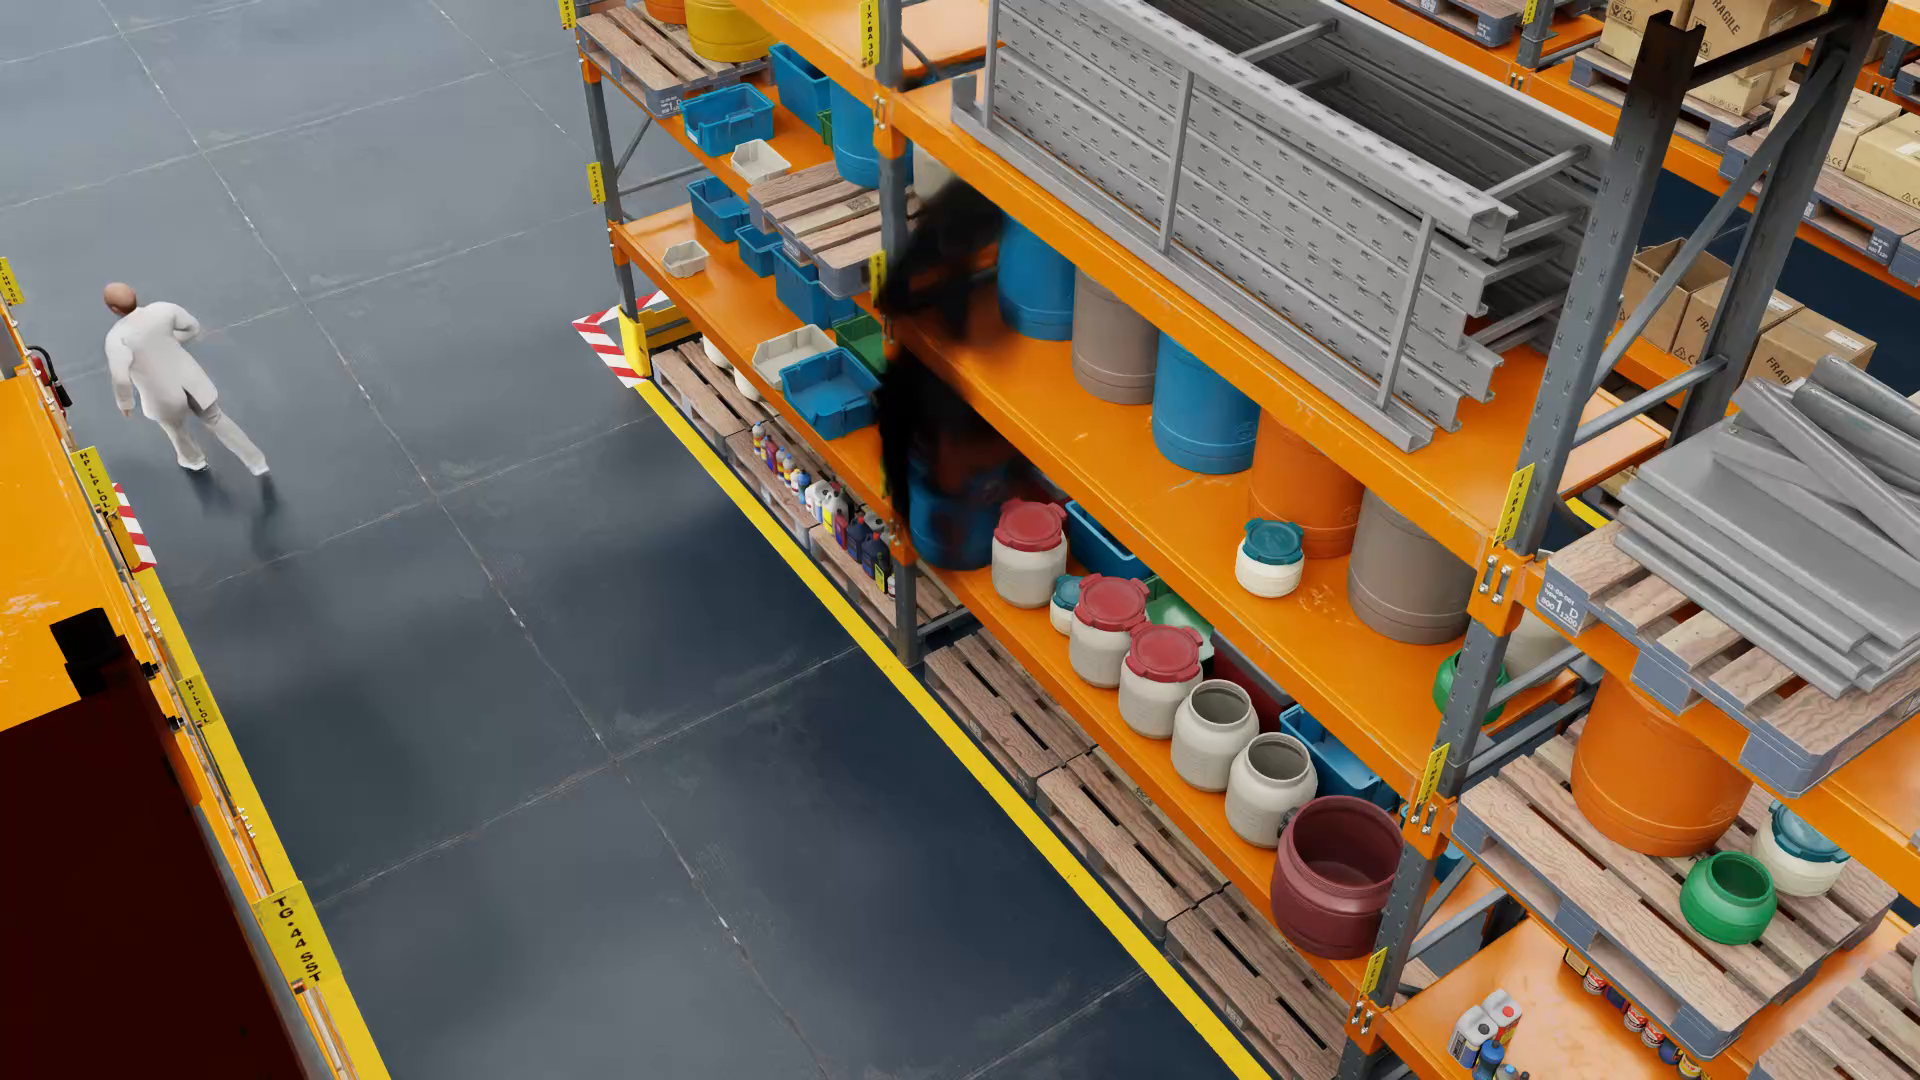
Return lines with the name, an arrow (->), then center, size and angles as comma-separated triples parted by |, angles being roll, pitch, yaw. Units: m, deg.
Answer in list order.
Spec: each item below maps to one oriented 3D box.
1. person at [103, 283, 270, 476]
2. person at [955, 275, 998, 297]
person -> -5.525, -1.038, 11.574 | 0.958, 1.800, 0.770 | 26, 49, 26
person -> 0.146, -2.110, 12.356 | 0.818, 1.743, 0.616 | 29, 50, 28
